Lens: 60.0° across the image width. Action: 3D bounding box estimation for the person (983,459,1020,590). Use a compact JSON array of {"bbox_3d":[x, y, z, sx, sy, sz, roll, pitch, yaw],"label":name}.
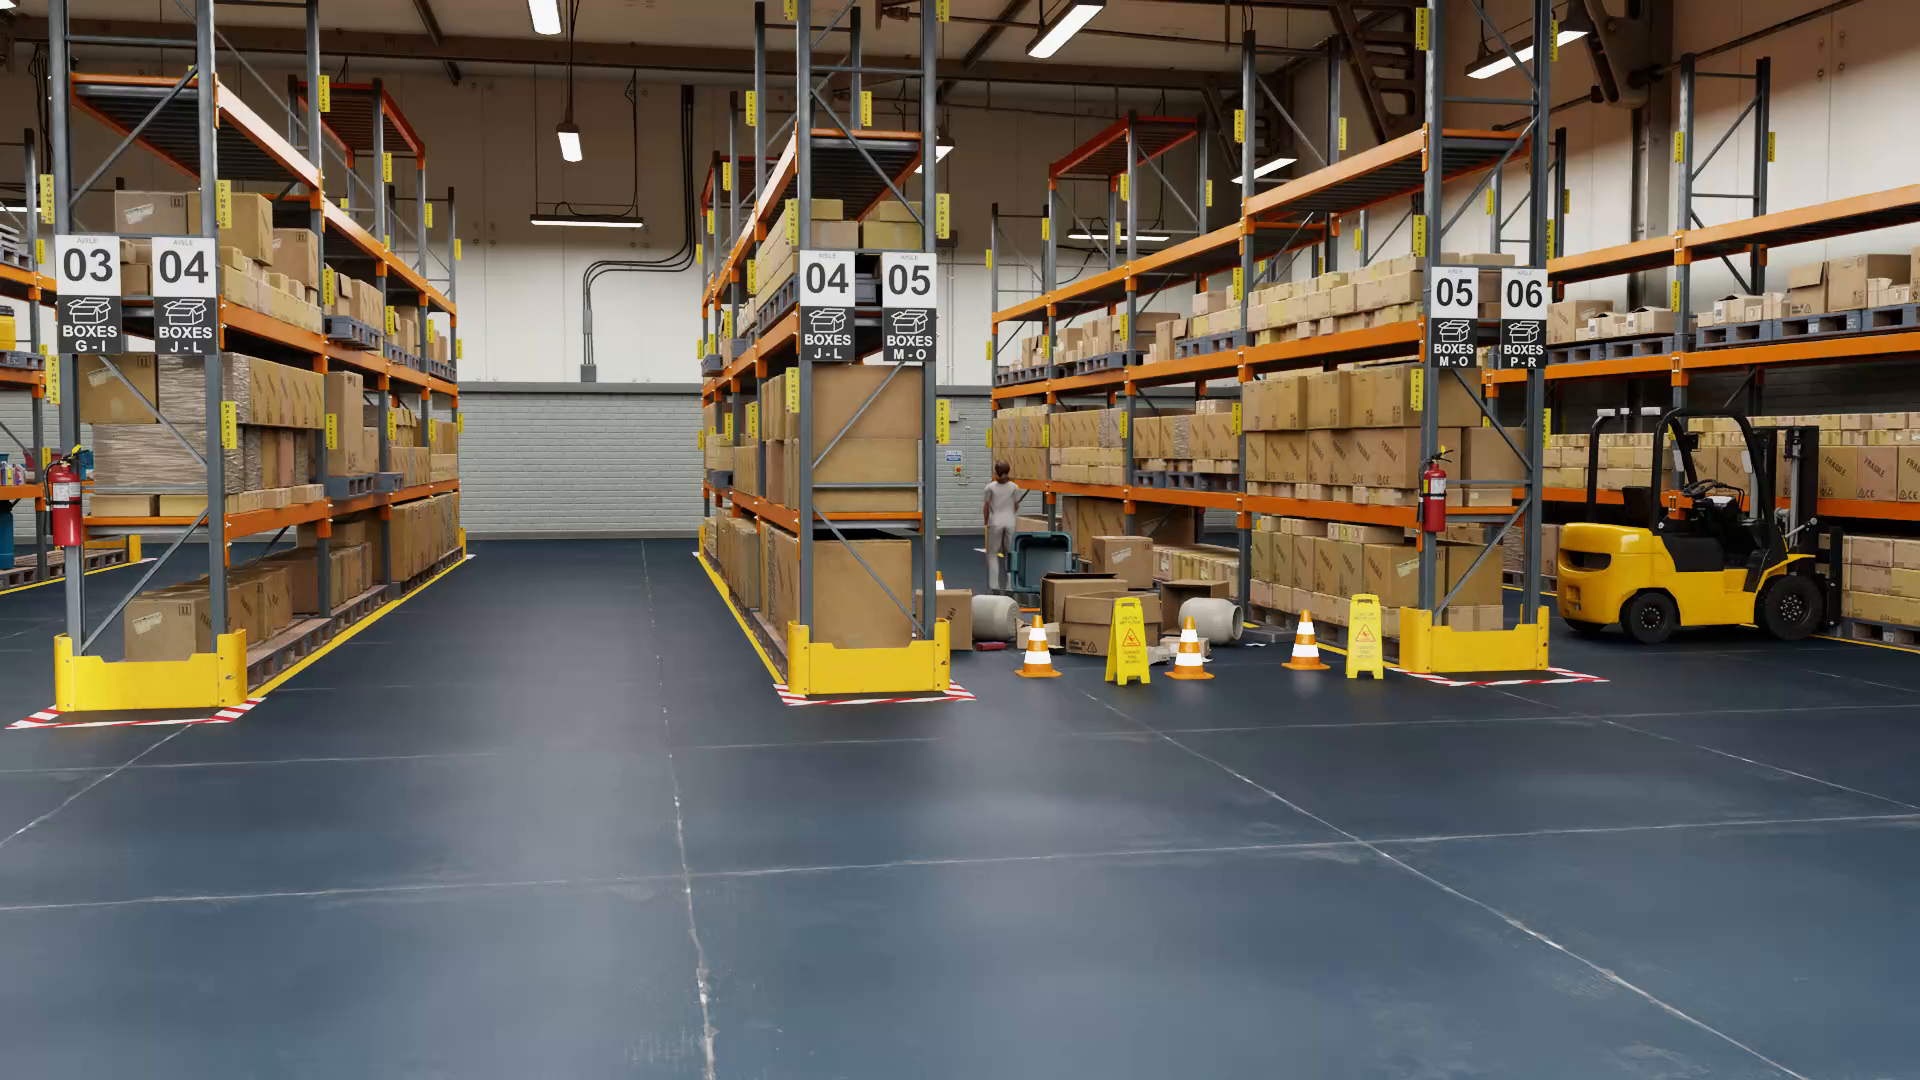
[{"bbox_3d":[0.477,-0.123,19.529,0.437,1.662,0.555,-1,3,-10],"label":"person"}]
